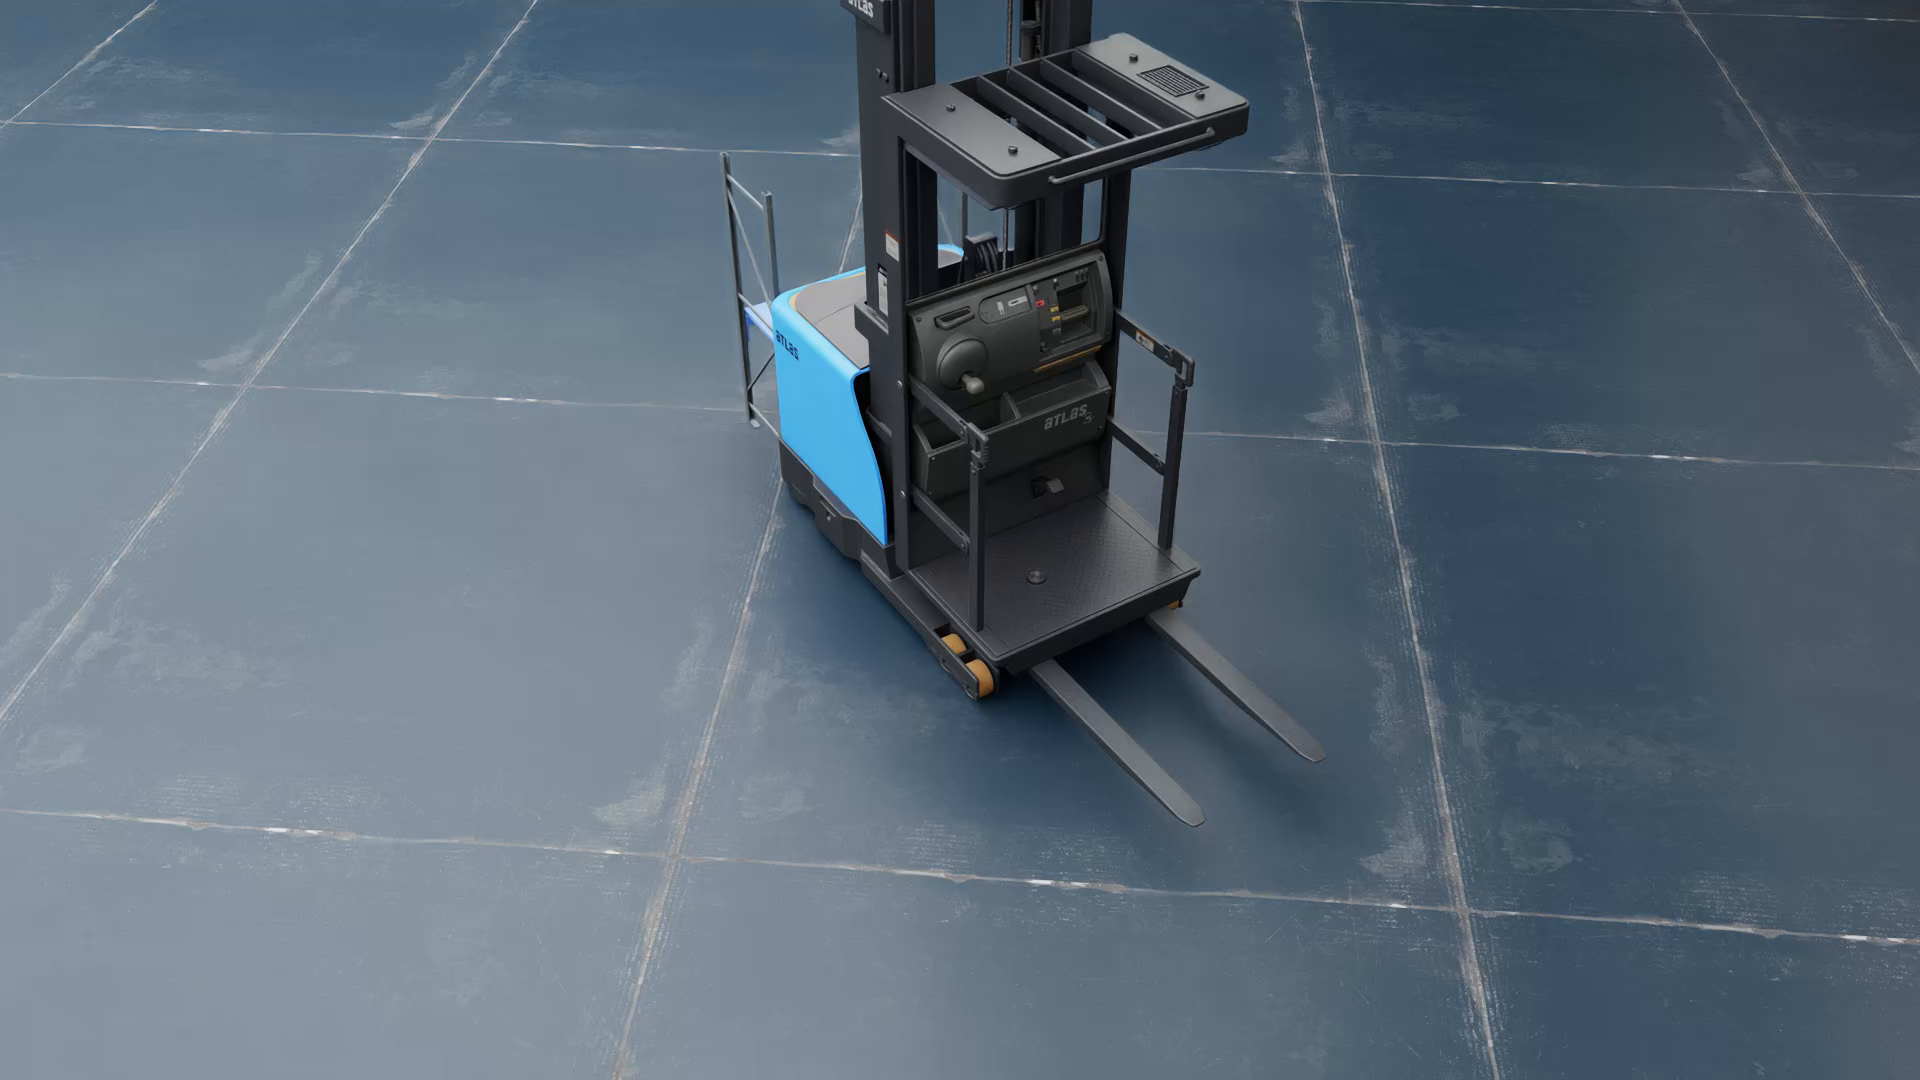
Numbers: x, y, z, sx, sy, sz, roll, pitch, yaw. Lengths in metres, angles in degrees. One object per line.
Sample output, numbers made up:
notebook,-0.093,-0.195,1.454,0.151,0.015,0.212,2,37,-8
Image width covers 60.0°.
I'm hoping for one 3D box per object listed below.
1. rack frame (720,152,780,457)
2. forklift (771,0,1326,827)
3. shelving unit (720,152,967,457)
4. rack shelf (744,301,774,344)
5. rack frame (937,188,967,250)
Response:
rack frame,-0.980,-1.091,8.070,0.032,1.500,0.500,-21,43,-23
forklift,0.340,-0.803,6.586,1.130,2.935,3.031,-22,44,-25
shelving unit,-0.543,-1.255,8.271,1.048,1.500,0.538,-21,43,-23
rack shelf,-0.542,-1.115,8.384,1.000,0.185,0.538,-21,43,-23
rack frame,-0.106,-1.419,8.473,0.032,1.500,0.500,-21,43,-23
